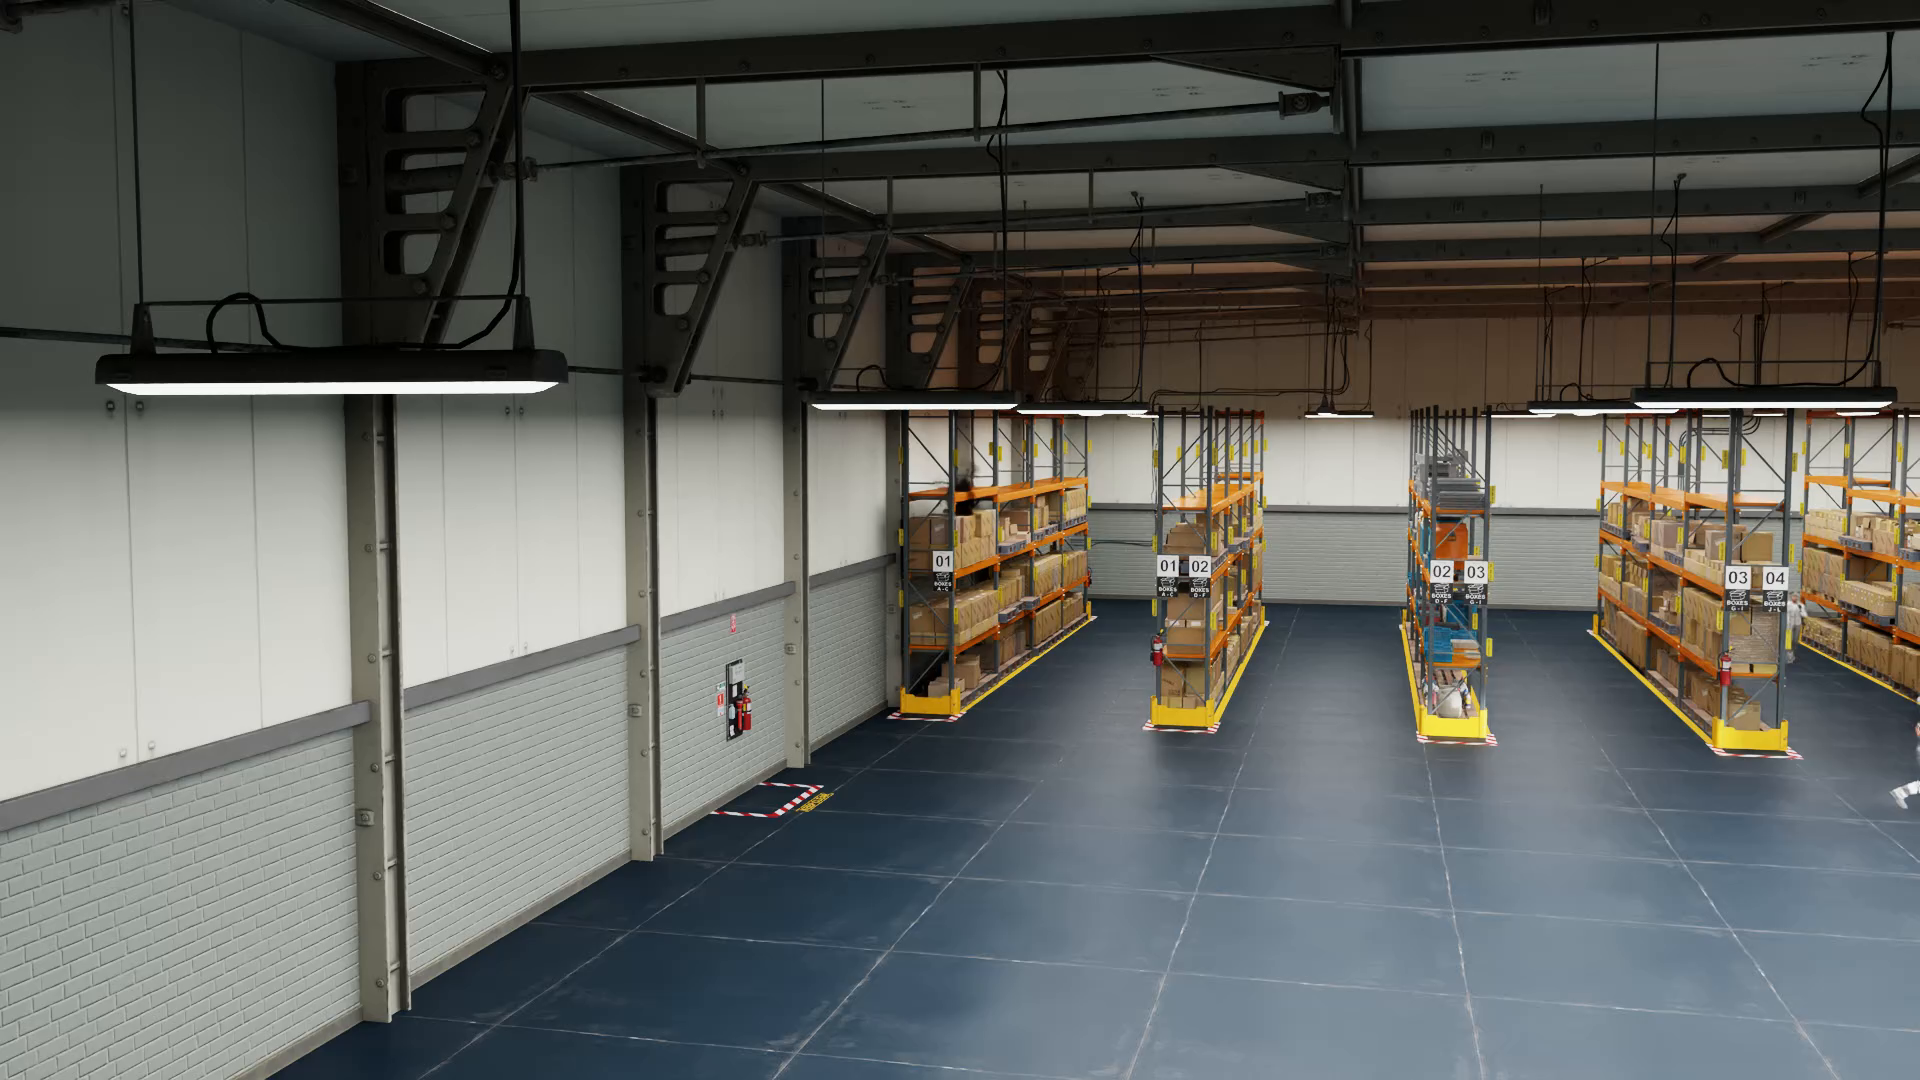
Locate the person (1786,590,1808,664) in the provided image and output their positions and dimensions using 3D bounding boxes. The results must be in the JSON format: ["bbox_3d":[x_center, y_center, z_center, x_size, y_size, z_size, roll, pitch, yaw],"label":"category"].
[{"bbox_3d":[19.730,2.057,39.391,0.576,1.743,0.699,1,4,13],"label":"person"}]

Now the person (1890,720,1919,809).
[{"bbox_3d":[13.905,3.122,23.841,0.953,1.778,0.657,3,5,36],"label":"person"}]
